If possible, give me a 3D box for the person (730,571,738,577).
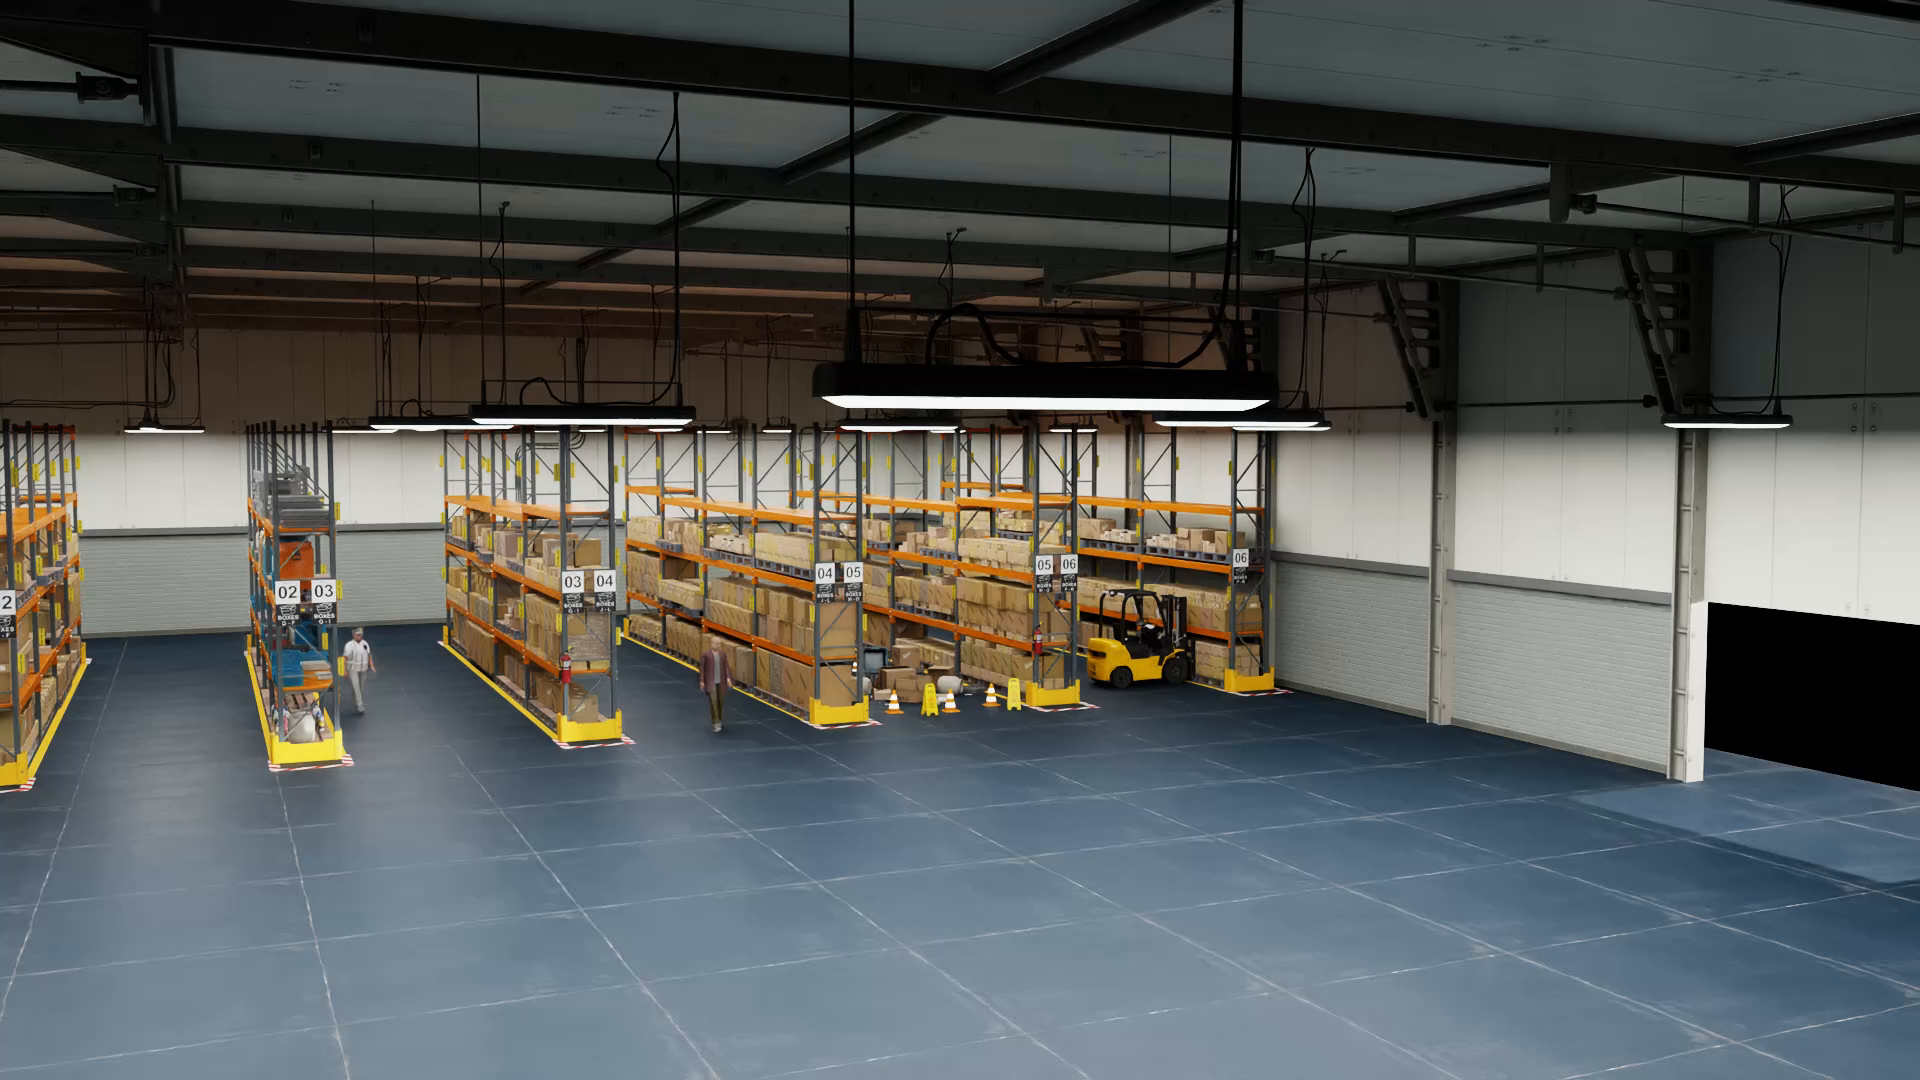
[{"bbox_3d":[-6.772,1.716,50.020,0.864,1.775,0.589,-3,5,-41],"label":"person"}]

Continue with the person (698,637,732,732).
[{"bbox_3d":[-4.742,2.817,32.539,0.618,1.792,0.792,-2,4,-32],"label":"person"}]

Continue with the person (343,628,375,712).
[{"bbox_3d":[-12.548,2.672,34.674,0.617,1.691,1.116,-3,5,-41],"label":"person"}]
